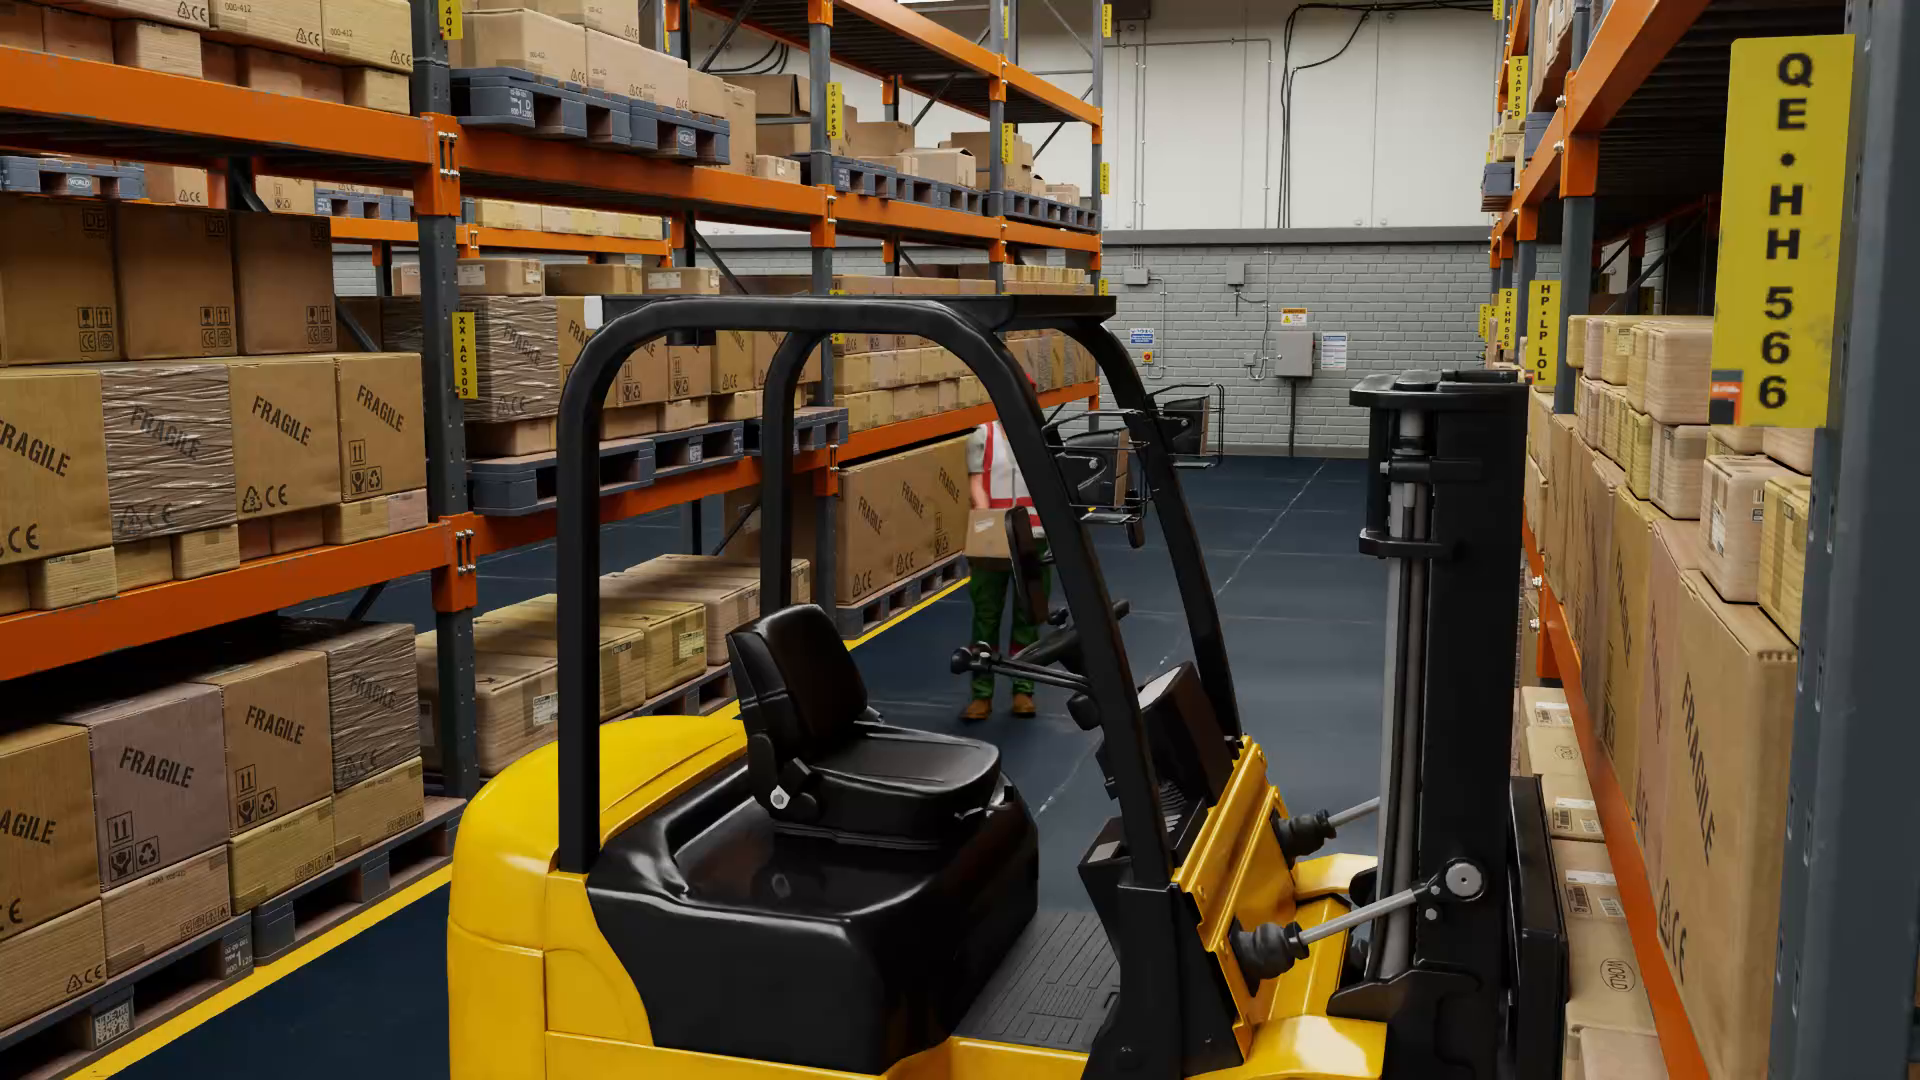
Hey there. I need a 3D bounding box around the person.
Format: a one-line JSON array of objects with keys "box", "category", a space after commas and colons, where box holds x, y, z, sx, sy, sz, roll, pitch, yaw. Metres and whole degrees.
[{"box": [0.271, 0.016, 8.614, 0.556, 1.794, 0.528, -1, 8, -8], "category": "person"}]
